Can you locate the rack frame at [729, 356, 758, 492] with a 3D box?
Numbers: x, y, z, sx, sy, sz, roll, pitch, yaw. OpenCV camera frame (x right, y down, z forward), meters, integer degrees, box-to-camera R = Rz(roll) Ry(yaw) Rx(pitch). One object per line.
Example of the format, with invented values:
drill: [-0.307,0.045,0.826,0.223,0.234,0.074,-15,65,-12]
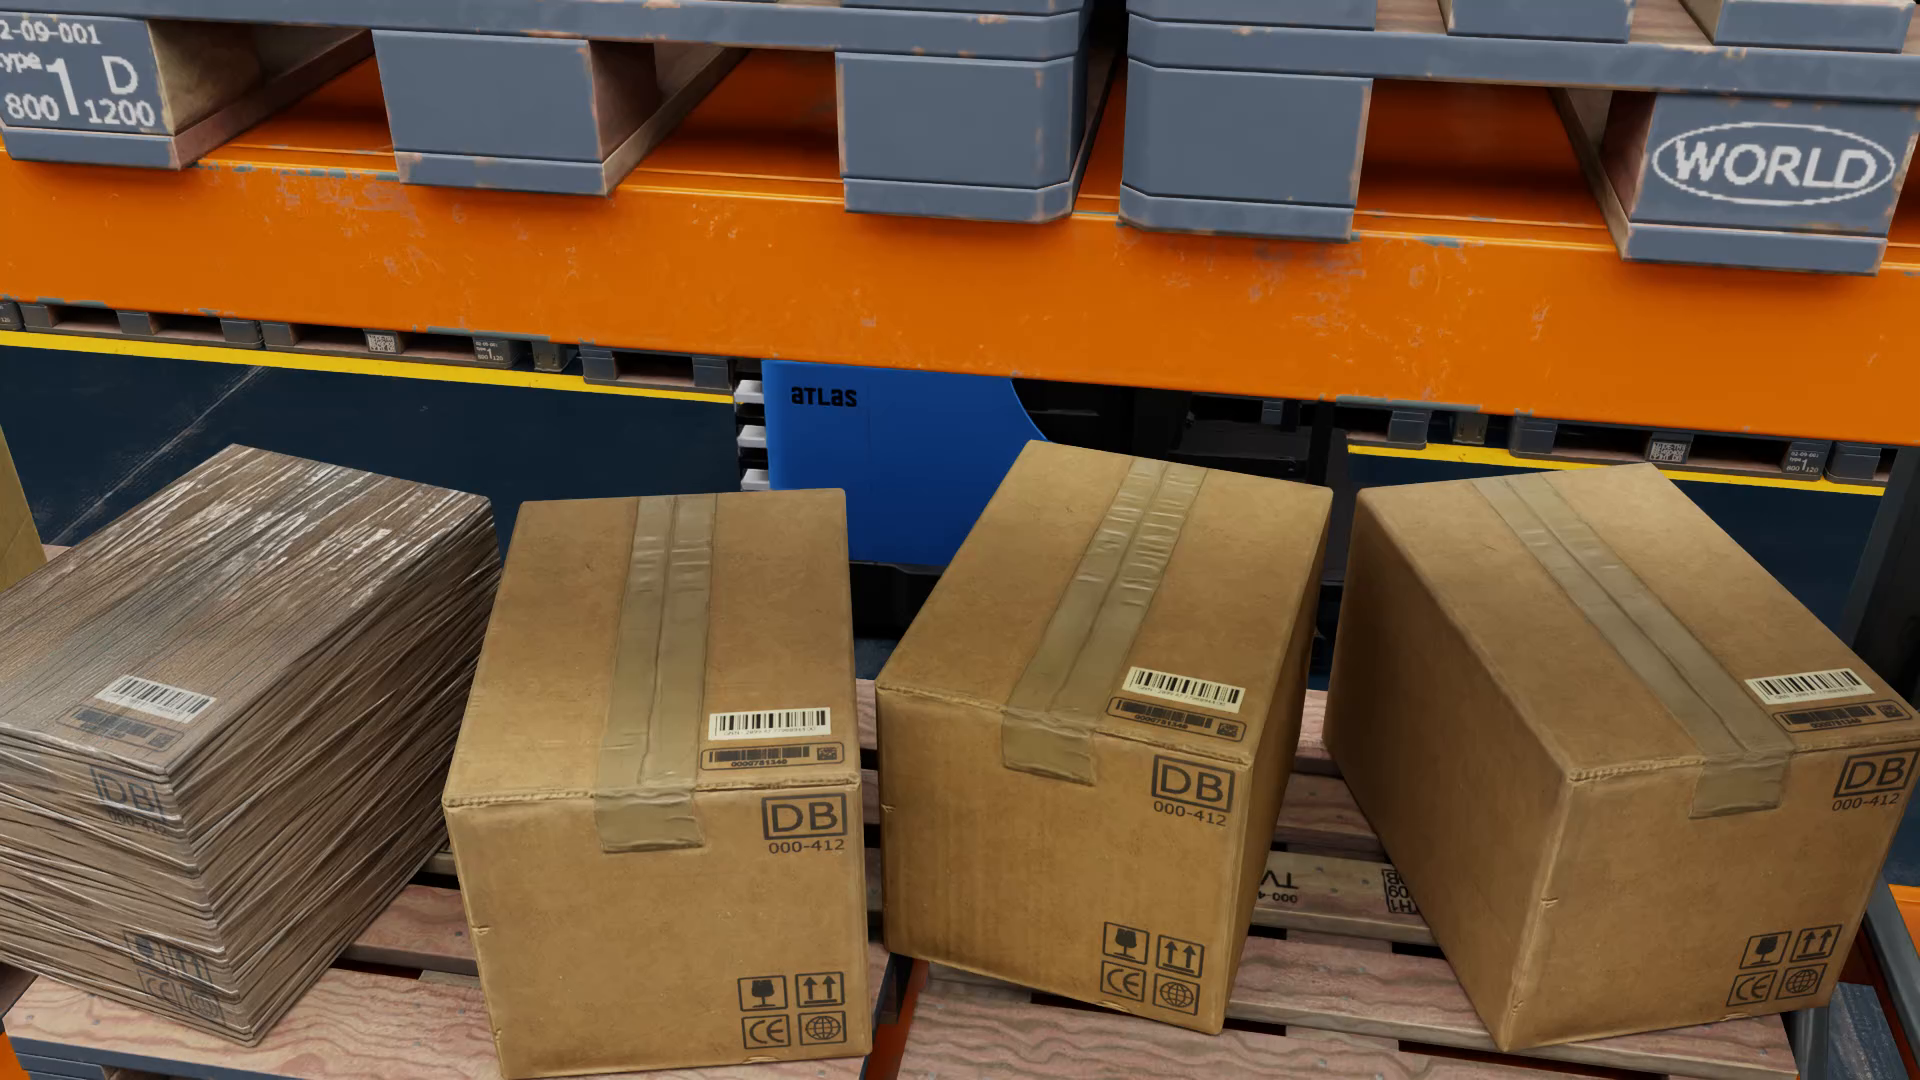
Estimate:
rack frame: [-0.790,-0.429,6.088,0.006,0.900,0.240,4,32,6]

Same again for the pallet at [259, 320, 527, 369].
pallet: [-2.530,-1.168,7.917,1.213,0.211,1.003,5,32,8]

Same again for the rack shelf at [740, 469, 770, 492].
rack shelf: [-0.689,-0.242,6.191,0.200,0.077,0.258,4,32,6]

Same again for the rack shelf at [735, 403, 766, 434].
rack shelf: [-0.689,-0.471,6.048,0.200,0.077,0.258,4,32,6]

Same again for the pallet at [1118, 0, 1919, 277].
pallet: [0.722,-0.618,1.760,1.003,0.211,1.213,5,32,8]

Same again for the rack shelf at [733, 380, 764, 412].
rack shelf: [-0.689,-0.547,6.000,0.200,0.077,0.258,4,32,6]

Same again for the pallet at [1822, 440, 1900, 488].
pallet: [4.126,-0.524,6.888,1.213,0.211,1.003,5,32,8]

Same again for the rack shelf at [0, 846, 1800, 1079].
rack shelf: [-0.618,0.795,2.831,4.000,0.370,1.077,5,32,8]

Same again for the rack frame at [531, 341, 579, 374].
rack frame: [-1.760,-2.280,7.065,0.127,3.000,1.000,5,32,8]

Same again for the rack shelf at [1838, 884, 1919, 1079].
rack shelf: [3.325,1.152,2.260,4.000,0.370,1.077,5,32,8]

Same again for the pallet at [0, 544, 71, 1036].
pallet: [-1.910,0.417,2.938,1.003,0.211,1.213,5,32,8]

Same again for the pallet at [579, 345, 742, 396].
pallet: [-0.995,-0.988,7.629,1.213,0.211,1.003,5,32,8]

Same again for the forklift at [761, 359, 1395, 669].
forklift: [0.908,-1.103,5.250,3.031,2.935,1.130,4,32,6]

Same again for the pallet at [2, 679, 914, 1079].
pallet: [-0.672,0.564,2.702,1.213,0.211,1.003,5,32,8]

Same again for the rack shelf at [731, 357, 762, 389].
rack shelf: [-0.689,-0.624,5.952,0.200,0.077,0.258,4,32,6]

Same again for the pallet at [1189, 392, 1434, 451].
pallet: [1.410,-0.770,7.281,1.213,0.211,1.003,5,32,8]

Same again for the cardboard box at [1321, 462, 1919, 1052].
cardboard box: [0.924,0.289,2.471,0.500,0.500,0.700,-5,32,-8]

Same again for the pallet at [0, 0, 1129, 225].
pallet: [-0.301,-0.709,1.906,1.003,0.211,1.213,5,32,8]

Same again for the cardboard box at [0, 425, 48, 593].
cardboard box: [-1.950,0.088,2.791,0.500,0.500,0.700,-5,32,-8]

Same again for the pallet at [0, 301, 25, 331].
pallet: [-4.935,-1.386,8.265,1.213,0.211,1.003,5,32,8]

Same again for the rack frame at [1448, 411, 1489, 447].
rack frame: [2.183,-1.922,6.494,0.127,3.000,1.000,5,32,8]

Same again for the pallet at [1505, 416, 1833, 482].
pallet: [2.920,-0.632,7.060,1.213,0.211,1.003,5,32,8]

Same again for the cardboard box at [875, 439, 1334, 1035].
cardboard box: [0.236,0.261,2.516,0.500,0.500,0.700,10,33,16]

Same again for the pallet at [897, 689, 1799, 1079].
pallet: [0.584,0.622,2.611,1.213,0.211,1.003,5,32,8]

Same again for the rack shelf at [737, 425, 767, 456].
rack shelf: [-0.689,-0.395,6.095,0.200,0.077,0.258,4,32,6]

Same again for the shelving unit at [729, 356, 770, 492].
shelving unit: [-0.689,-0.423,6.078,0.210,0.900,0.258,4,32,6]

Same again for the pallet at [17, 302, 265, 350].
pallet: [-3.729,-1.278,8.093,1.213,0.211,1.003,5,32,8]

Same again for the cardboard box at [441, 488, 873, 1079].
cardboard box: [-0.399,0.323,2.417,0.500,0.500,0.700,-3,32,-4]

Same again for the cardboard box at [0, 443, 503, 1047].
cardboard box: [-1.080,0.270,2.501,0.500,0.500,0.700,11,34,17]

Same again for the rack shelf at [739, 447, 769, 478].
rack shelf: [-0.689,-0.319,6.143,0.200,0.077,0.258,4,32,6]
